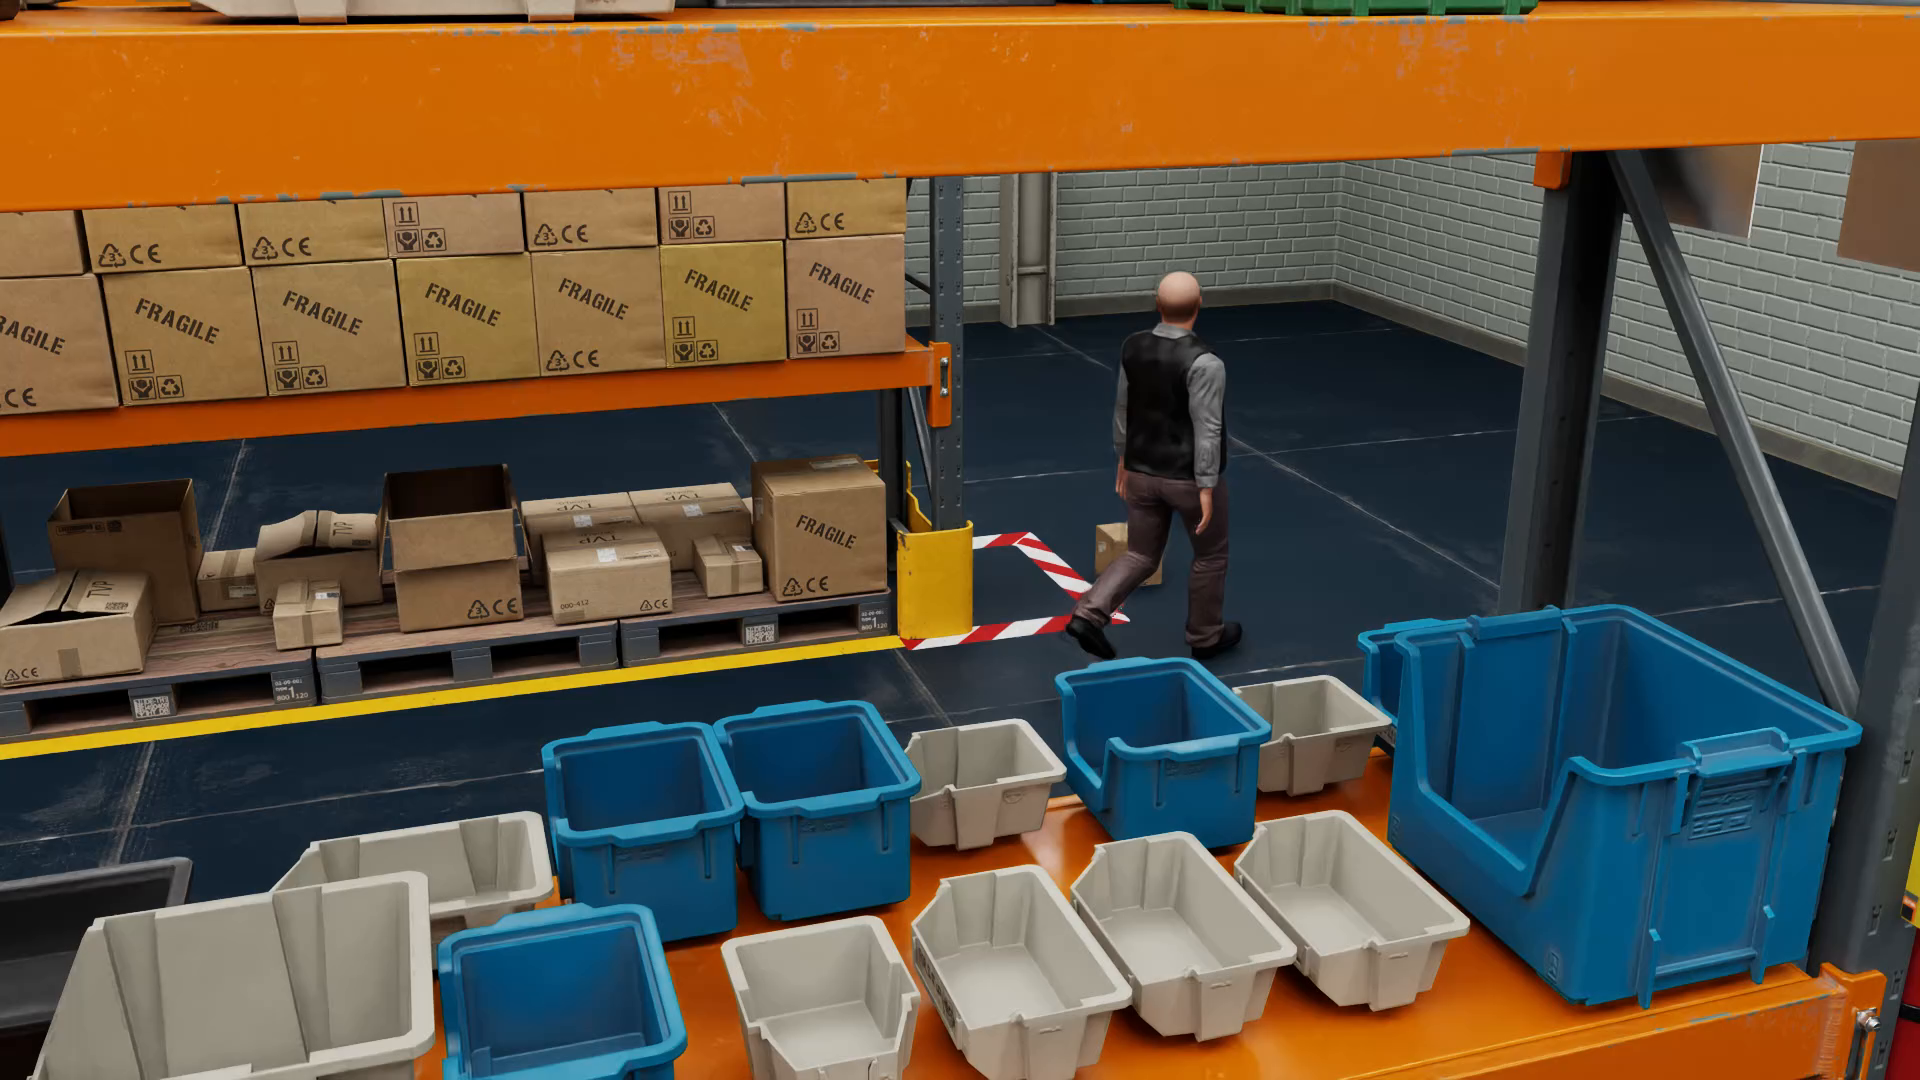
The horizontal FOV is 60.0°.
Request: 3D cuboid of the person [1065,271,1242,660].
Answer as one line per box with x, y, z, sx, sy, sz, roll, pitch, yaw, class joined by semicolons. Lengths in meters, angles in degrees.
0.860;-0.266;6.902;0.572;1.697;0.906;18;26;41;person
